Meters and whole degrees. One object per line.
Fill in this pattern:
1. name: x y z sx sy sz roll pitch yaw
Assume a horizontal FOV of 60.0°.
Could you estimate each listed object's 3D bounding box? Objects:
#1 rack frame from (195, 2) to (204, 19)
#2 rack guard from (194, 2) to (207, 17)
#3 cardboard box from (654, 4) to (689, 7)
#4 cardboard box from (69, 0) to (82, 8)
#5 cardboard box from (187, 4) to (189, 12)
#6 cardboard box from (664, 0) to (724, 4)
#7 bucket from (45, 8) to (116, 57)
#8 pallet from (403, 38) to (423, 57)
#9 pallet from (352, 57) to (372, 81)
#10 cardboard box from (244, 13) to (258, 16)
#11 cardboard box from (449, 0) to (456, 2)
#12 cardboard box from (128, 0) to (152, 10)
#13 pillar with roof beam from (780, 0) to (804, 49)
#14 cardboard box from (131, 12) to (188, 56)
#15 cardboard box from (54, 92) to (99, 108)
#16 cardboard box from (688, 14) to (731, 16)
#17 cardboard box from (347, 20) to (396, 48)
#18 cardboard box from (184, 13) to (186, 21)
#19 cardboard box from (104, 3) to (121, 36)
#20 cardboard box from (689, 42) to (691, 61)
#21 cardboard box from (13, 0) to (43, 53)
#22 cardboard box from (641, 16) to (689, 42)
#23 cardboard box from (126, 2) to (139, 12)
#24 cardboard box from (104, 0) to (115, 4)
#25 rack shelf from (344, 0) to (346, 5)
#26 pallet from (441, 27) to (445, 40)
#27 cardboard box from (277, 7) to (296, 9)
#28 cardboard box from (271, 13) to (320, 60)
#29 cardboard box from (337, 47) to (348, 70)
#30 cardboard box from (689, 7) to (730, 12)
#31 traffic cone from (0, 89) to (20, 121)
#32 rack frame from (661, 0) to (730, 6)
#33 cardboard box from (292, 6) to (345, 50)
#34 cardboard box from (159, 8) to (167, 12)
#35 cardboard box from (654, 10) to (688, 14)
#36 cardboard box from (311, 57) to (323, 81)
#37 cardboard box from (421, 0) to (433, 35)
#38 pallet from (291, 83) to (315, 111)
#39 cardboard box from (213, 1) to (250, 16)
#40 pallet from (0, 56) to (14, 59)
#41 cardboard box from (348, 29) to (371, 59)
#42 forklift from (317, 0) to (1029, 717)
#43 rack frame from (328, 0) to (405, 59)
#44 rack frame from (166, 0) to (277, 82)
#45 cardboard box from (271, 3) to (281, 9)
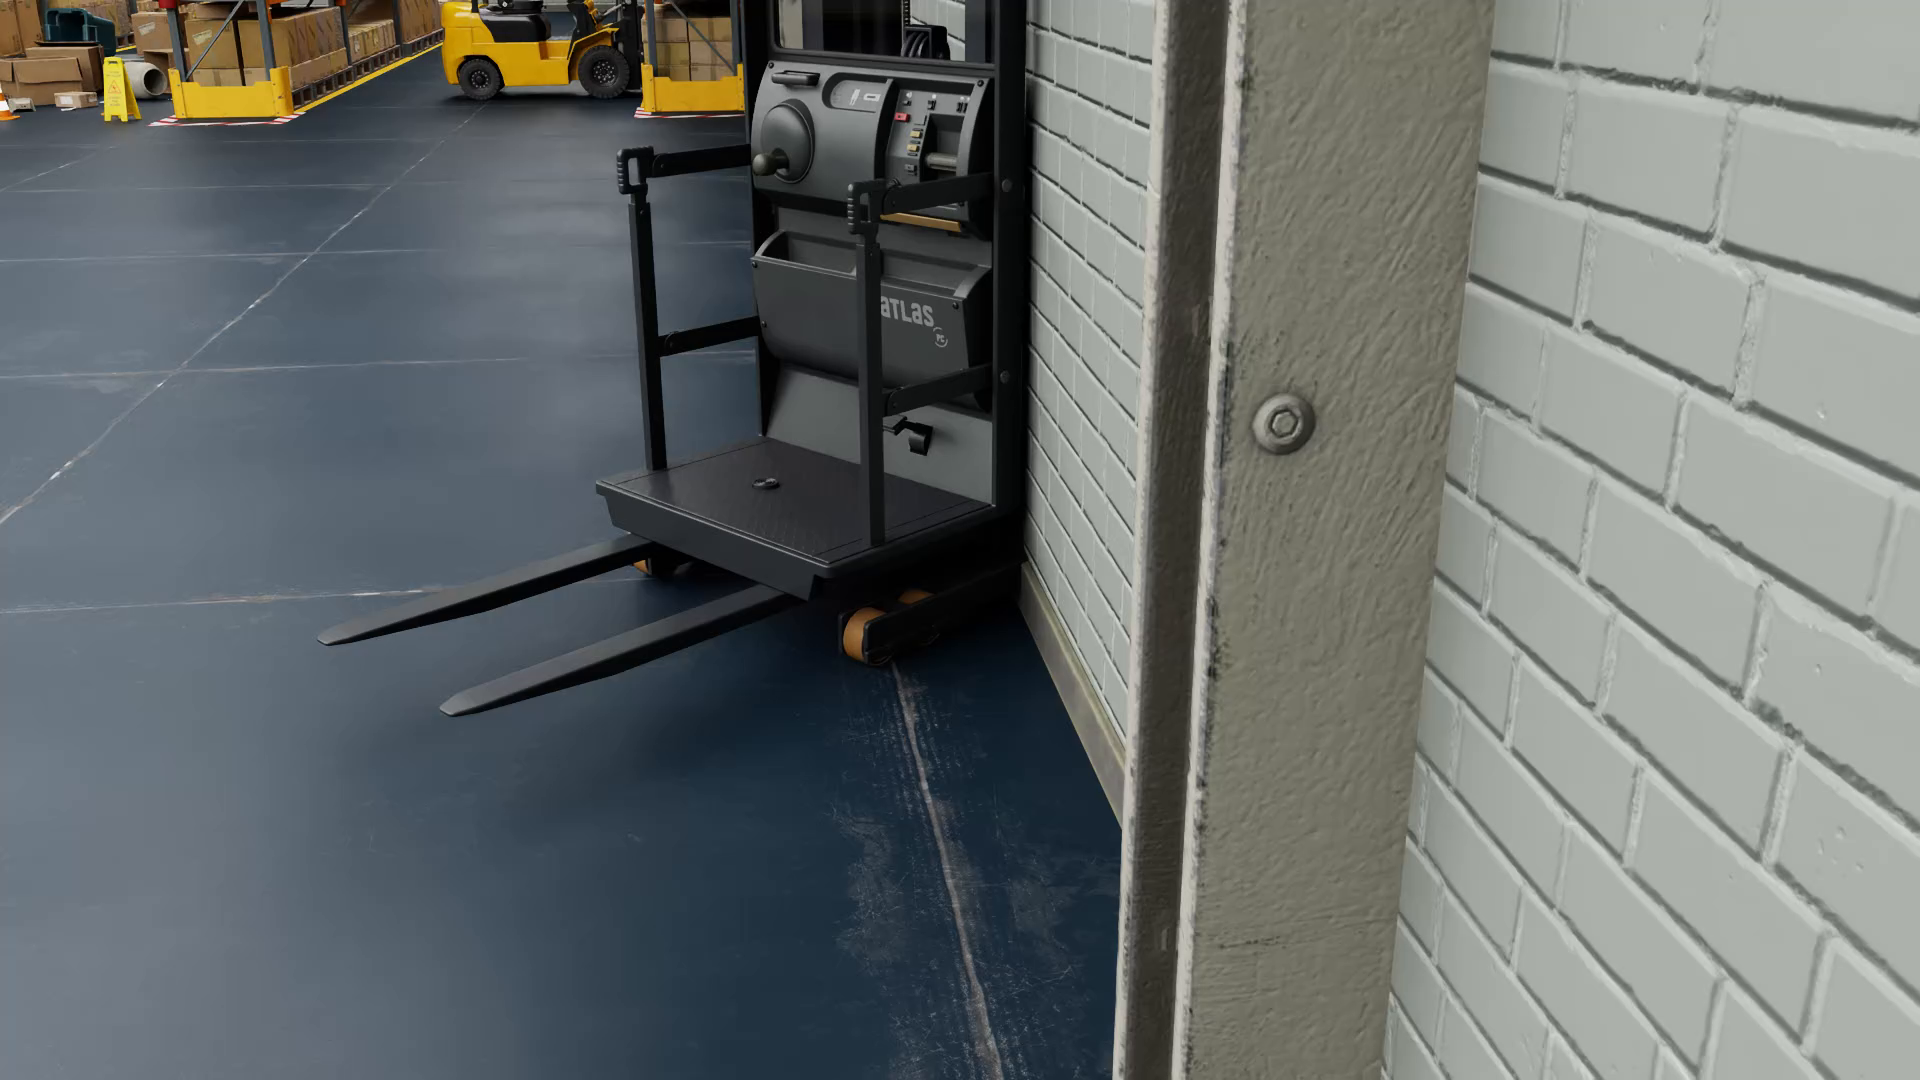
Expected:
1. rack frame: -15.046 -11.242 31.529 1.000 3.000 0.127 -3 21 -8
2. rack guard: -15.035 -10.045 31.896 1.175 0.500 0.348 -3 21 -8
3. cardboard box: -3.762 -6.818 21.583 0.500 0.250 0.500 -3 21 -9
4. cardboard box: -13.826 -8.276 25.488 0.500 0.250 0.500 -3 21 -8
5. cardboard box: -14.703 -9.981 31.202 0.380 0.149 0.250 -3 21 -9
6. cardboard box: -4.021 -7.876 25.311 0.875 0.625 0.625 -2 21 -6
7. bucket: -11.015 -6.335 20.897 0.726 0.611 0.620 4 11 11
8. pallet: -9.048 -7.728 26.104 1.003 0.211 1.213 -3 21 -8
9. pallet: -8.546 -6.335 22.377 1.003 0.211 1.213 -3 21 -8
10. cardboard box: -8.374 -5.867 19.395 0.500 0.500 0.500 -3 21 -9
11. cardboard box: -9.700 -9.671 30.385 0.875 0.438 0.875 -4 21 -9
12. cardboard box: -14.440 -9.400 29.220 0.380 0.149 0.250 -3 21 -9
13. pillar with roof beam: -5.548 -7.041 11.707 9.100 9.000 0.400 -3 21 -8
14. cardboard box: -10.189 -6.456 21.204 0.500 0.500 0.500 -3 21 -8
15. cardboard box: -10.044 -5.003 18.900 0.380 0.149 0.250 8 22 20
16. cardboard box: -2.902 -5.965 19.300 0.500 0.250 0.500 -3 21 -8
17. cardboard box: -8.937 -7.527 24.737 0.950 0.372 0.625 -4 21 -11
18. cardboard box: -14.674 -9.752 31.014 0.380 0.149 0.250 -3 21 -8
19. cardboard box: -14.040 -8.462 27.057 0.500 0.500 0.500 -3 21 -9
20. cardboard box: -3.386 -5.709 19.329 0.500 0.250 0.500 -3 21 -8
21. cardboard box: -13.894 -7.400 23.857 1.050 0.750 0.750 -3 21 -8
22. cardboard box: -3.319 -5.760 18.750 0.500 0.250 0.500 -2 21 -6
23. cardboard box: -14.314 -9.127 28.490 0.380 0.149 0.250 -2 21 -6
24. cardboard box: -14.051 -8.811 26.919 0.500 0.250 0.500 -2 21 -5
25. rack shelf: -8.721 -7.728 23.147 1.077 0.370 4.000 -3 21 -8
26. pallet: -9.618 -9.103 29.787 1.003 0.211 1.213 -3 21 -8
27. cardboard box: -8.615 -6.414 20.860 0.500 0.500 0.500 -2 21 -5
28. cardboard box: -7.846 -5.903 19.493 0.500 0.500 0.500 -3 21 -7
29. cardboard box: -8.081 -6.090 21.063 0.500 0.250 0.500 -2 21 -5
30. cardboard box: -3.111 -6.490 20.705 0.500 0.250 0.500 -3 21 -7
31. traffic cone: -10.244 -4.709 17.663 0.336 0.463 0.334 -3 21 -8
32. rack frame: -3.521 -7.624 21.841 1.000 3.000 0.127 -3 21 -8
33. cardboard box: -8.082 -6.441 20.932 0.500 0.500 0.500 -3 21 -9
34. cardboard box: -14.427 -9.446 29.769 0.380 0.149 0.250 -3 21 -8
35. cardboard box: -3.547 -6.286 20.160 0.500 0.250 0.500 -3 21 -9
36. cardboard box: -7.856 -5.554 19.630 0.500 0.250 0.500 -2 21 -4
37. cardboard box: -9.279 -8.820 27.481 0.875 0.875 0.875 -2 21 -6
38. pallet: -7.949 -4.990 18.776 1.003 0.211 1.213 -3 21 -8
39. cardboard box: -8.418 -6.117 19.139 0.380 0.149 0.250 -2 21 -5
40. pallet: -13.681 -6.468 22.732 1.003 0.211 1.213 -3 21 -8
41. cardboard box: -8.617 -6.768 22.706 0.950 0.372 0.625 -2 21 -4
42. forklift: -0.425 -1.214 4.776 1.130 2.935 3.031 18 27 40
43. rack frame: -9.009 -8.757 24.875 1.000 3.000 0.127 -3 21 -8
44. rack frame: -7.856 -5.987 17.459 1.000 3.000 0.127 -3 21 -8
45. cardboard box: -8.656 -6.672 20.623 0.380 0.149 0.250 -3 21 -7
